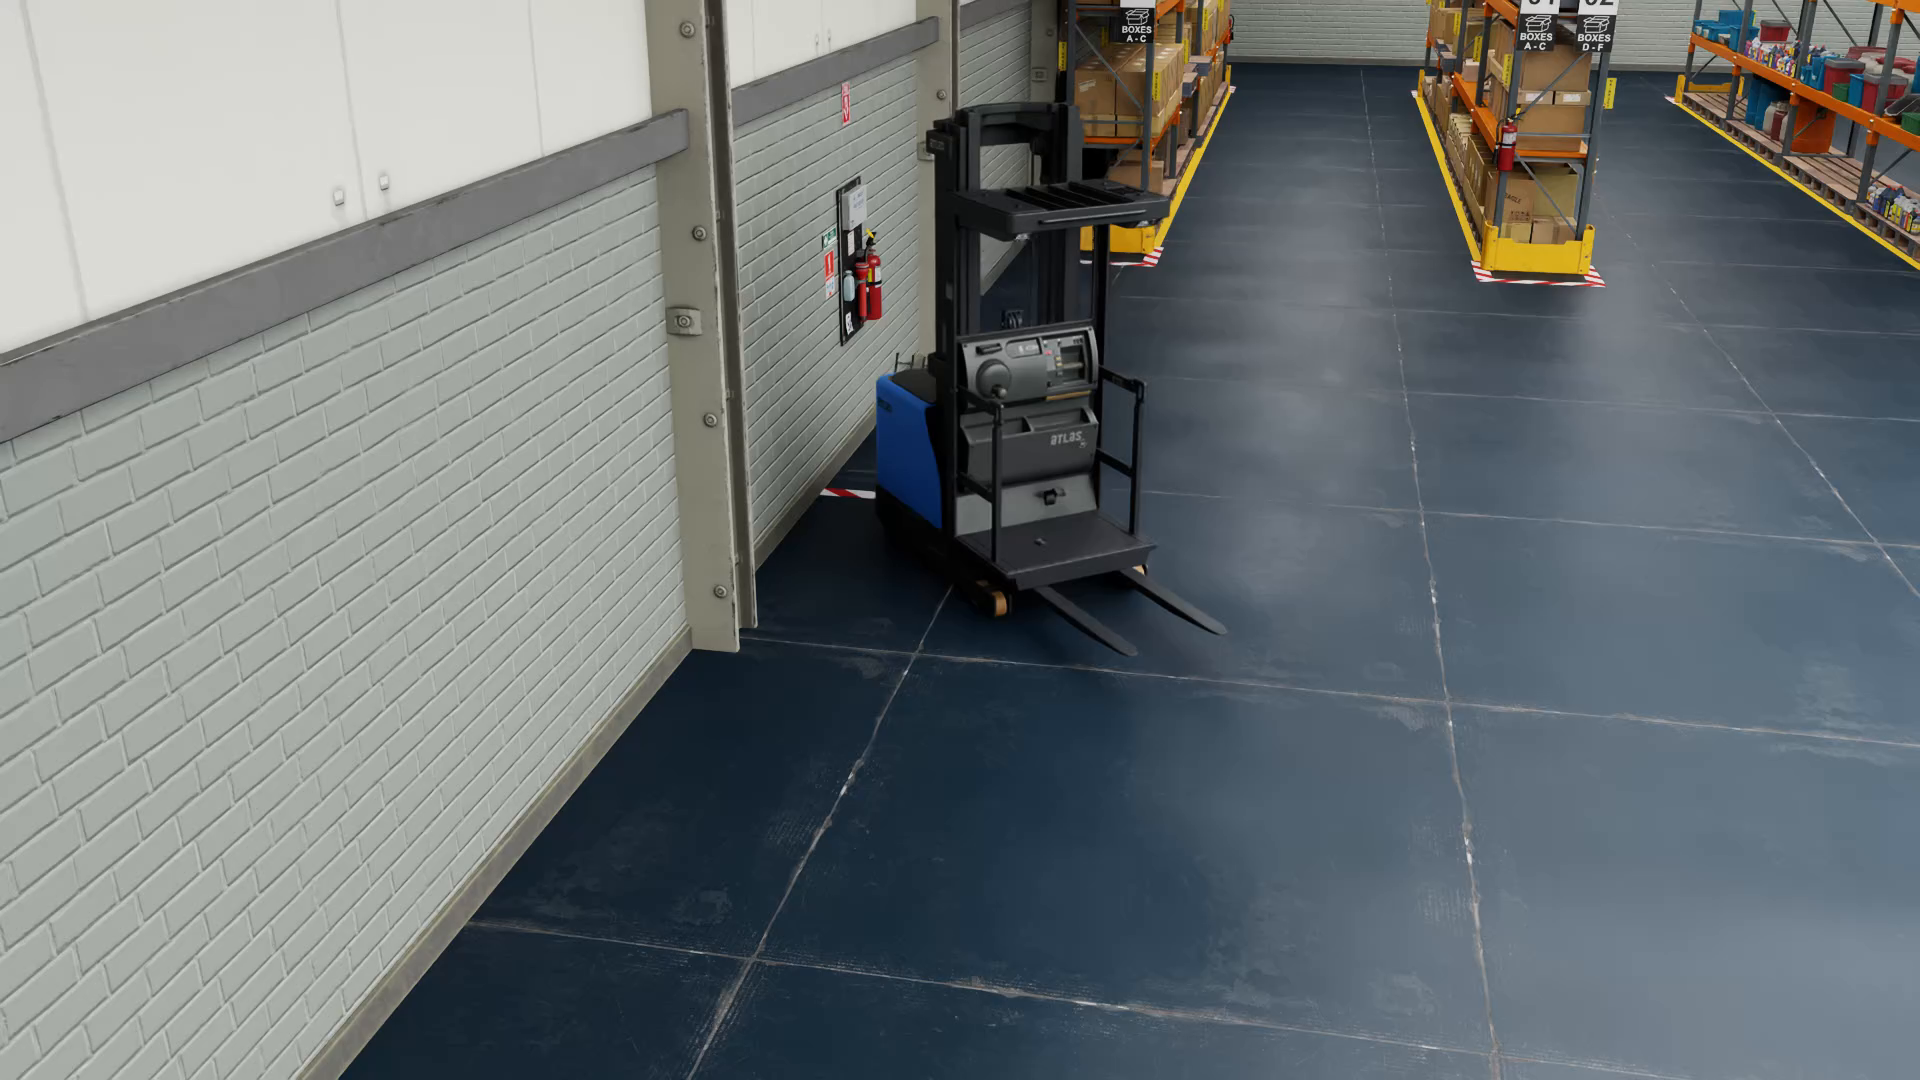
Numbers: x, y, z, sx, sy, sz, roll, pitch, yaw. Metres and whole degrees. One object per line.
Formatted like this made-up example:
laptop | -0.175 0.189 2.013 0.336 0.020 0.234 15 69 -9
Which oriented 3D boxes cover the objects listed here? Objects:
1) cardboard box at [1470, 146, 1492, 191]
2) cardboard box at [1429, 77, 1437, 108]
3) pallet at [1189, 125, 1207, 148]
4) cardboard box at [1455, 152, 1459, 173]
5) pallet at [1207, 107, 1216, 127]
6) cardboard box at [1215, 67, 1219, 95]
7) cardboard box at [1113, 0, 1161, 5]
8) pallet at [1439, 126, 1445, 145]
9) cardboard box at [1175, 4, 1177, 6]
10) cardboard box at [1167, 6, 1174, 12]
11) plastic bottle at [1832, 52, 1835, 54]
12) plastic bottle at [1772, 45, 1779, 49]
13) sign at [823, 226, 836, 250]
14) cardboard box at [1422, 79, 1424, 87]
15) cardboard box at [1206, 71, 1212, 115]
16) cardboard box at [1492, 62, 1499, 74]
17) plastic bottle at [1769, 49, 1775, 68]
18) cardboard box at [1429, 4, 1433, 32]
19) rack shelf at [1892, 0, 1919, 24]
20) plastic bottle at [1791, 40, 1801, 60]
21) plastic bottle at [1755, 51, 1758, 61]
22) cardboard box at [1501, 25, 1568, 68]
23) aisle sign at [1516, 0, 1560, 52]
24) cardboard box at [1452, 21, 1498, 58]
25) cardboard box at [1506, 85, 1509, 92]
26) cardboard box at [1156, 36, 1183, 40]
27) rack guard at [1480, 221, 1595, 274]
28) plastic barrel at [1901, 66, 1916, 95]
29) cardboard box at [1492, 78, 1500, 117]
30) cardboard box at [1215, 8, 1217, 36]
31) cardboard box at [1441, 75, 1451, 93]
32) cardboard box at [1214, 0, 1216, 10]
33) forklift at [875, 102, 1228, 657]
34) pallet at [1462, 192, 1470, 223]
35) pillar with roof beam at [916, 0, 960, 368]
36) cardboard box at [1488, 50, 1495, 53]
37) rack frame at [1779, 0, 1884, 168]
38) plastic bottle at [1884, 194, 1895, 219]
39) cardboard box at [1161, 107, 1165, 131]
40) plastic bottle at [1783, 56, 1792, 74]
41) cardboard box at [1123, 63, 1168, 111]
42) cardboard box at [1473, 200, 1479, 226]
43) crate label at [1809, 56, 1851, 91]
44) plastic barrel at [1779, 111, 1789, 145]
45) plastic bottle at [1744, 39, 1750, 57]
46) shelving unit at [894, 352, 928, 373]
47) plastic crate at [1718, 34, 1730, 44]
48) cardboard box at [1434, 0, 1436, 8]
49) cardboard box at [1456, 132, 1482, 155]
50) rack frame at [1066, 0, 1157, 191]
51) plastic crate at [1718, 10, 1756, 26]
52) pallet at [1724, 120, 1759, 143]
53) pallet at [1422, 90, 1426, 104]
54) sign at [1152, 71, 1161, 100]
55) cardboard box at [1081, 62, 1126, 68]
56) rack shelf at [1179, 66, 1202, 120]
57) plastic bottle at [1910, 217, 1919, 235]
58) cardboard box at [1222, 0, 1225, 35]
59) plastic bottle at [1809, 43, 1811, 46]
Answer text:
cardboard box | 6.798 -4.727 21.191 0.500 0.500 0.500 4 22 11
cardboard box | 8.874 -8.172 30.386 0.500 0.500 0.500 4 22 11
pallet | 3.603 -6.800 27.955 1.003 0.211 1.213 4 22 11
cardboard box | 7.412 -5.437 23.956 0.500 0.250 0.500 5 22 12
pallet | 4.101 -7.692 30.171 1.003 0.211 1.213 4 22 11
cardboard box | 4.650 -8.946 32.334 0.700 0.500 0.500 5 22 12
cardboard box | 2.049 -6.435 19.141 0.500 0.500 0.500 5 22 12
pallet | 8.659 -6.856 28.095 1.003 0.211 1.213 4 22 11
cardboard box | 3.316 -8.727 27.445 0.500 0.250 0.500 4 22 9
cardboard box | 3.207 -8.538 26.975 0.500 0.250 0.500 5 22 12
plastic bottle | 13.752 -7.554 26.252 0.061 0.283 0.133 4 22 11
plastic bottle | 13.376 -7.970 27.295 0.152 0.276 0.135 4 22 11
sign | -0.938 -2.181 11.996 0.001 0.109 0.331 4 22 11
cardboard box | 9.429 -9.115 33.198 0.380 0.149 0.250 4 22 11
cardboard box | 4.001 -7.898 29.265 0.750 0.750 0.750 5 23 13
cardboard box | 7.056 -6.049 21.356 0.380 0.149 0.250 4 22 10
plastic bottle | 13.030 -7.716 26.654 0.061 0.283 0.133 4 22 11
cardboard box | 9.503 -10.265 32.691 0.500 0.500 0.500 5 22 12
rack shelf | 11.843 -5.919 18.983 1.077 0.370 4.000 4 22 11
plastic bottle | 13.837 -8.078 27.462 0.144 0.351 0.185 4 22 11
plastic bottle | 13.251 -8.041 27.569 0.097 0.201 0.097 0 22 0
cardboard box | 7.114 -6.089 20.587 0.700 0.500 0.500 4 22 11
aisle sign | 6.286 -5.713 18.044 0.394 0.787 0.004 4 22 11
cardboard box | 8.237 -7.915 26.294 0.700 0.500 0.500 -3 22 -7
cardboard box | 6.689 -5.388 19.714 0.380 0.149 0.250 5 23 13
cardboard box | 2.811 -6.986 23.961 0.700 0.500 0.500 7 23 16
rack guard | 6.582 -3.340 18.979 1.175 0.500 0.348 4 22 11
plastic barrel | 12.661 -5.989 22.027 0.433 0.535 0.433 0 22 0
cardboard box | 7.217 -5.662 21.263 0.700 0.500 0.500 4 22 10
cardboard box | 4.337 -9.279 29.820 0.500 0.500 0.500 4 22 10
cardboard box | 8.494 -7.766 28.374 0.500 0.250 0.500 5 22 11
cardboard box | 4.226 -9.439 29.212 0.500 0.250 0.500 5 22 12
forklift | 0.536 -1.073 10.094 1.130 2.935 3.031 -11 24 -25
pallet | 7.199 -4.391 21.973 1.003 0.211 1.213 4 22 11
pillar with roof beam | 4.022 -5.467 12.883 9.100 9.000 0.400 4 22 11
cardboard box | 7.892 -6.866 24.253 0.500 0.500 0.500 3 22 8
rack frame | 13.067 -7.056 24.857 1.000 3.000 0.127 4 22 11
plastic bottle | 11.567 -4.147 20.682 0.061 0.283 0.133 5 23 13
cardboard box | 2.239 -5.170 20.349 0.500 0.250 0.500 4 22 9
plastic bottle | 12.860 -7.373 25.817 0.097 0.271 0.097 0 22 0
cardboard box | 2.238 -5.504 20.176 0.500 0.500 0.500 5 22 11
cardboard box | 6.597 -4.014 20.422 0.500 0.250 0.500 4 22 11
crate label | 12.600 -6.729 24.000 0.502 0.435 0.616 4 22 11
plastic barrel | 13.178 -6.490 26.221 0.421 0.512 0.421 0 22 0
plastic bottle | 13.391 -8.363 28.259 0.061 0.283 0.133 4 22 11
shelving unit | -0.352 -0.795 11.851 0.252 1.050 0.215 2 7 -40
plastic crate | 13.945 -9.084 30.166 0.293 0.136 0.466 4 22 11
cardboard box | 9.296 -10.354 31.575 0.500 0.500 0.500 5 22 12
cardboard box | 7.409 -5.694 23.845 0.500 0.311 0.500 4 22 11
rack frame | 1.736 -4.885 19.468 1.000 3.000 0.127 4 22 11
plastic crate | 14.814 -9.889 31.765 0.616 0.435 0.499 4 22 11
pallet | 13.685 -6.946 28.318 1.003 0.211 1.213 4 22 11
pallet | 9.674 -8.747 32.791 1.003 0.211 1.213 4 22 11
sign | 2.267 -5.245 19.204 0.100 0.325 0.005 4 22 11
cardboard box | 1.737 -5.545 20.276 0.500 0.500 0.500 5 22 12
rack shelf | 2.961 -6.746 25.051 1.077 0.370 4.000 4 22 11
plastic bottle | 11.380 -3.741 19.784 0.097 0.201 0.097 0 22 0
cardboard box | 4.605 -10.143 32.123 0.980 0.700 0.700 3 22 8
plastic bottle | 13.979 -8.067 27.434 0.144 0.351 0.185 4 22 11
